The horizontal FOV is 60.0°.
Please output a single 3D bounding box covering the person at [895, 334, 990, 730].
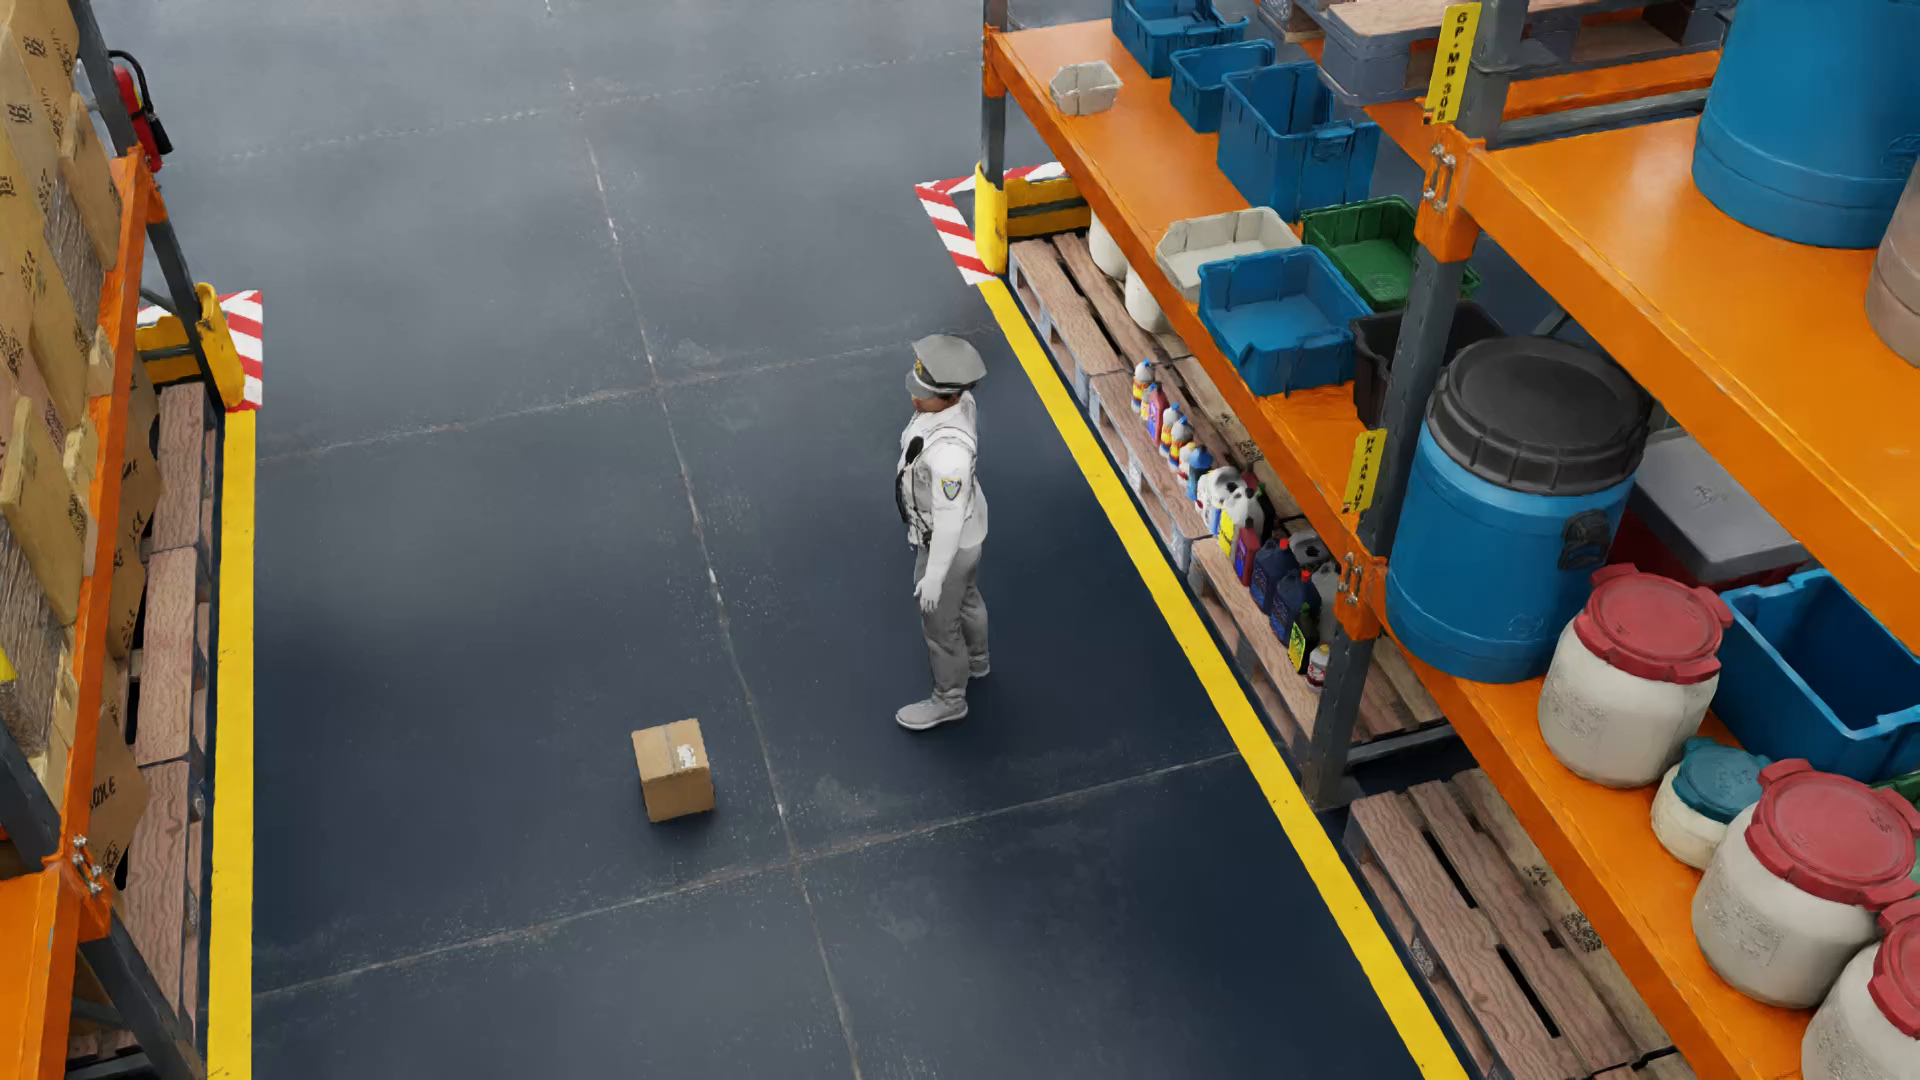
[{"bbox_3d":[-0.063,-0.015,6.129,0.355,1.683,0.577,3,43,3],"label":"person"}]
